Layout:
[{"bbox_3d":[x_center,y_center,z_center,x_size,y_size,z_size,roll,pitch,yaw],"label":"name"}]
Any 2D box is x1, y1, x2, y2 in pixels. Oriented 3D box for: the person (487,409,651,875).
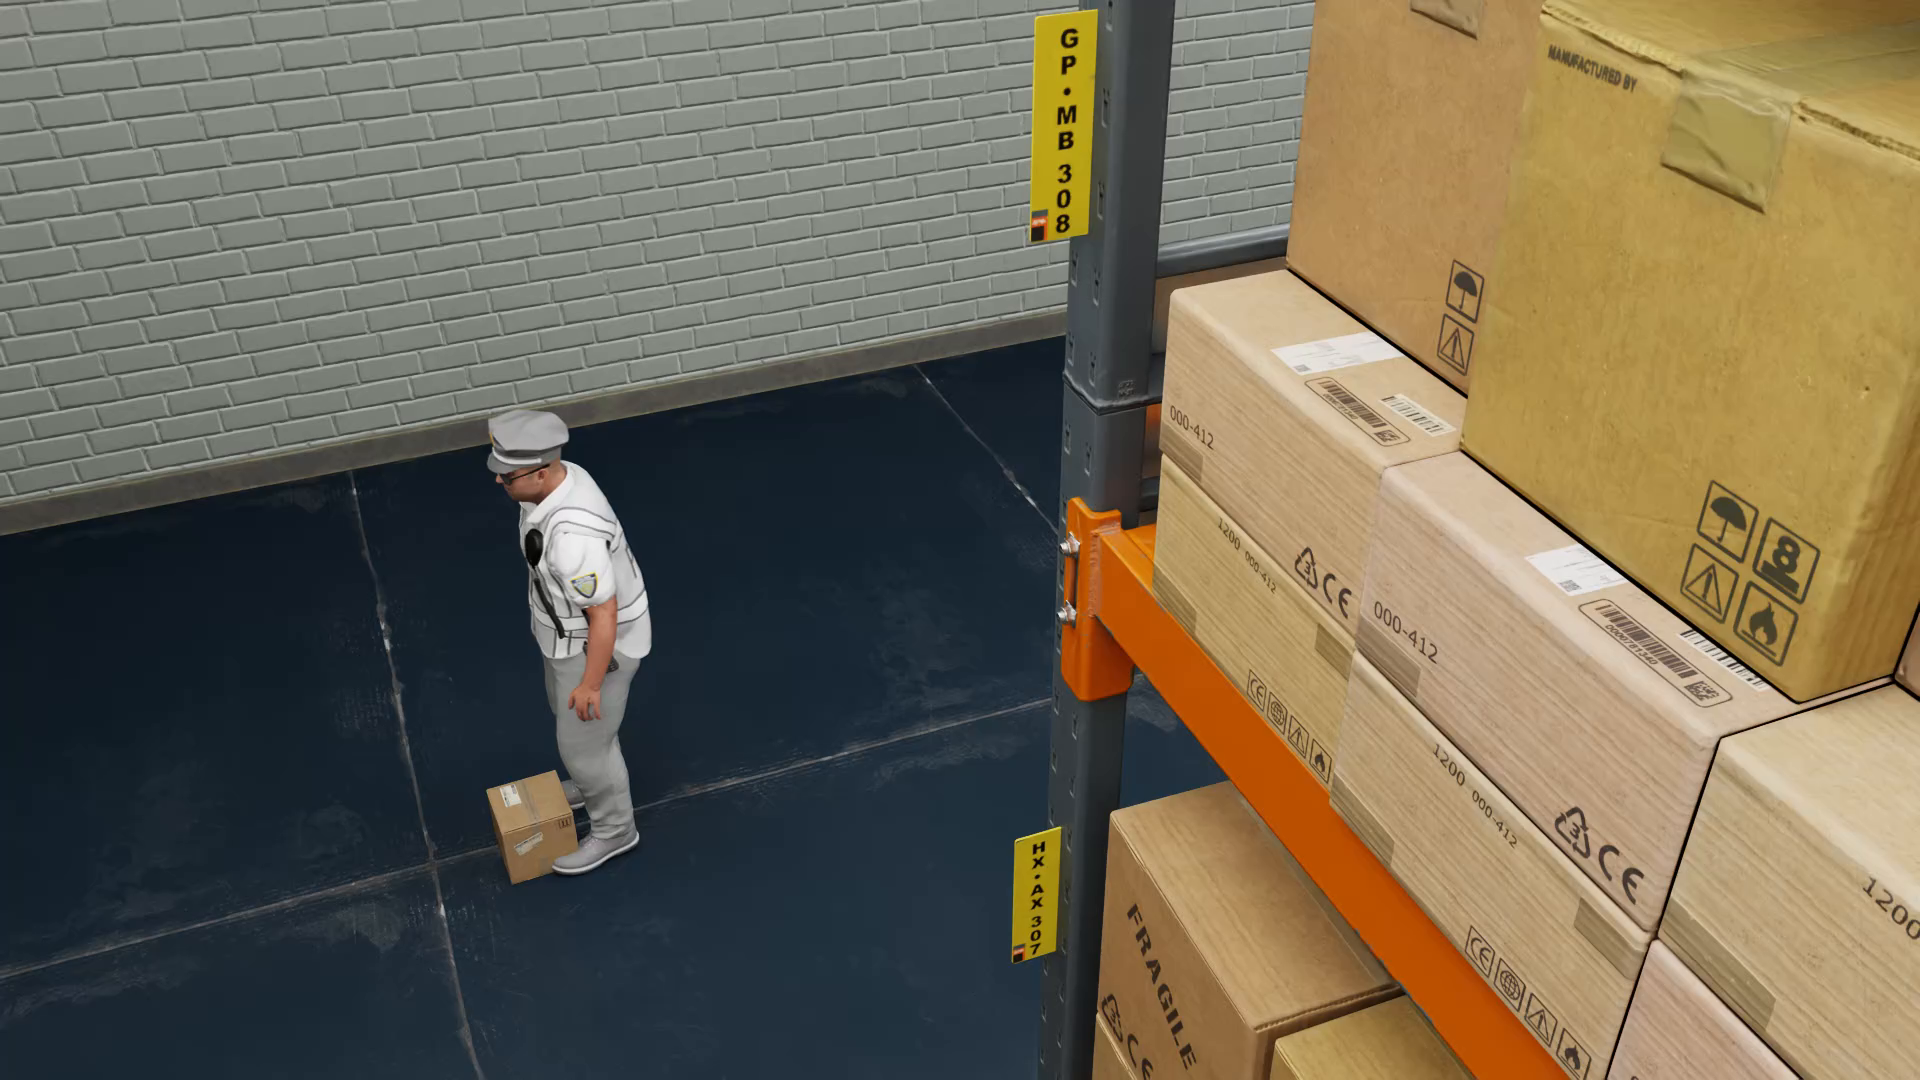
[{"bbox_3d":[-1.289,0.344,5.617,0.469,1.738,0.602,-14,36,-21],"label":"person"}]
